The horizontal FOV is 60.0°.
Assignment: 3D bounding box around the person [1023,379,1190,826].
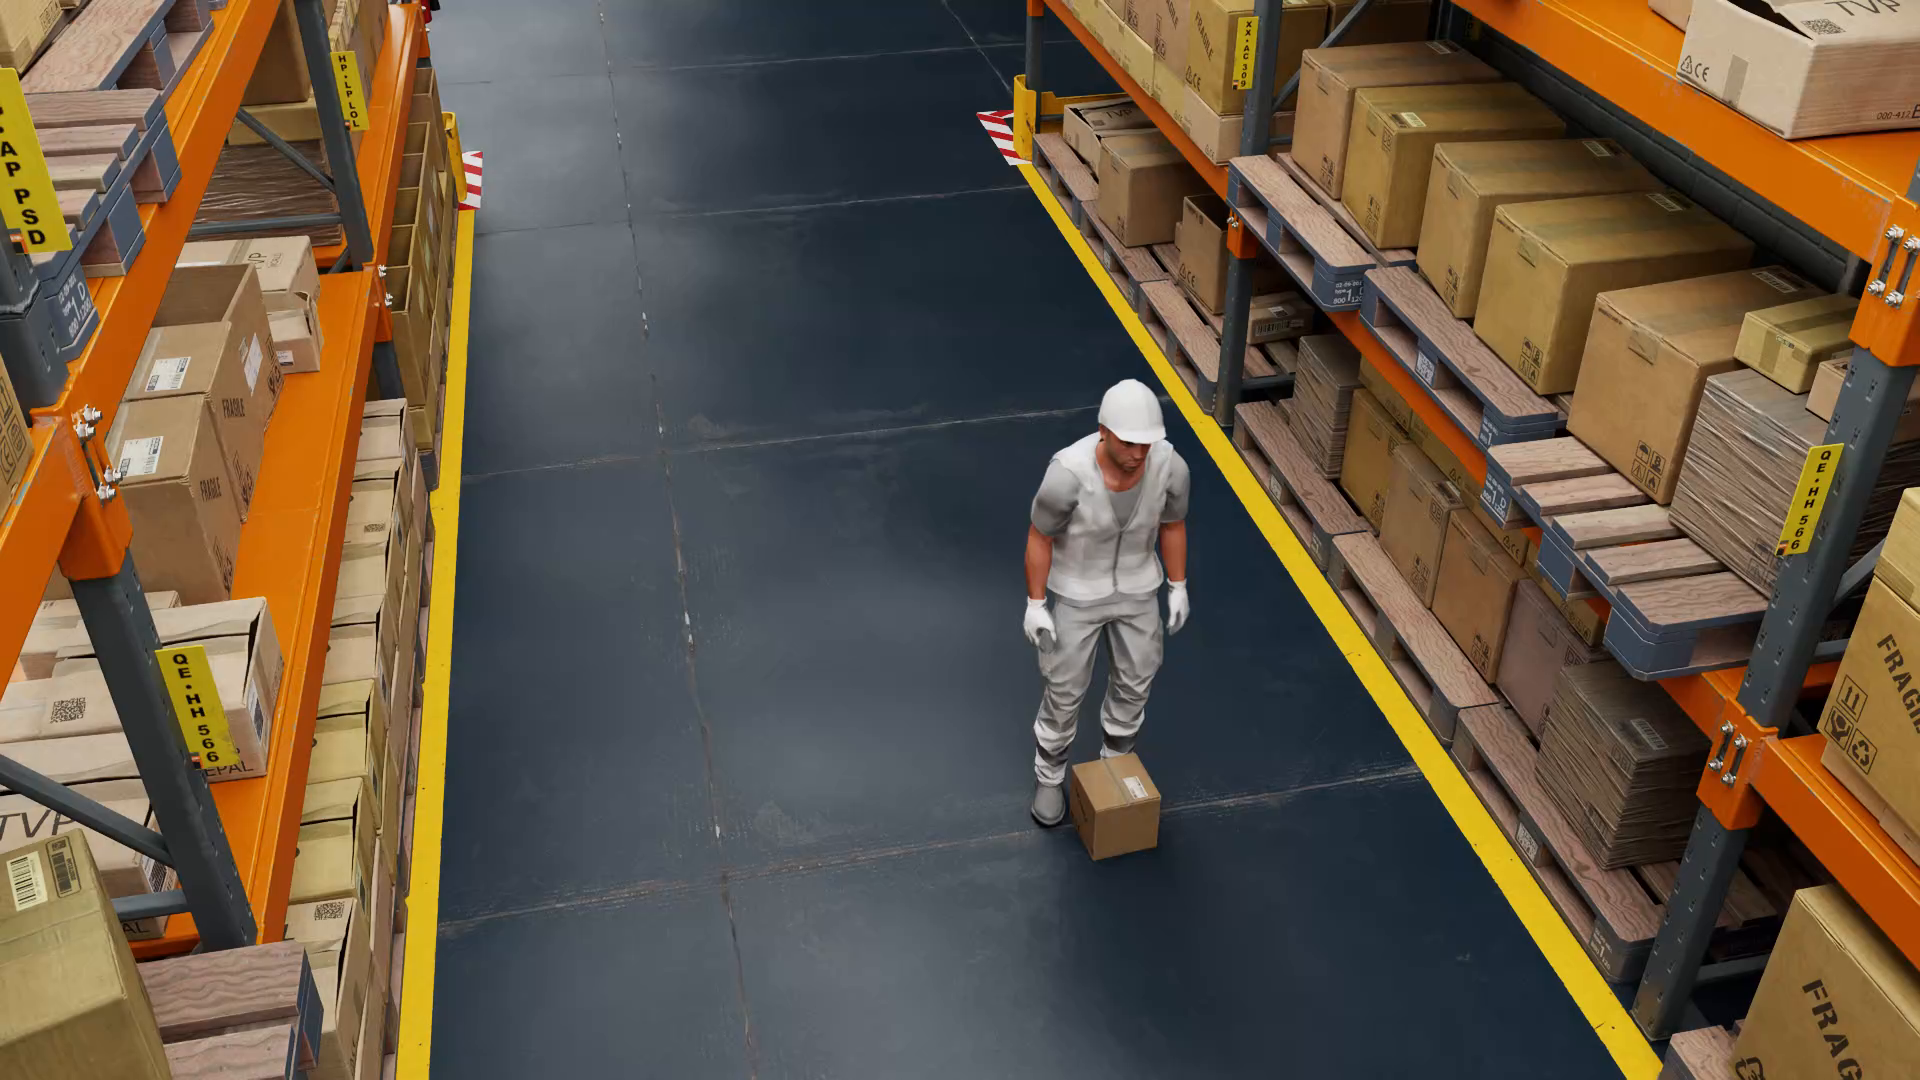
[{"bbox_3d":[0.514,0.214,5.812,0.608,1.779,0.453,-7,35,-11],"label":"person"}]
